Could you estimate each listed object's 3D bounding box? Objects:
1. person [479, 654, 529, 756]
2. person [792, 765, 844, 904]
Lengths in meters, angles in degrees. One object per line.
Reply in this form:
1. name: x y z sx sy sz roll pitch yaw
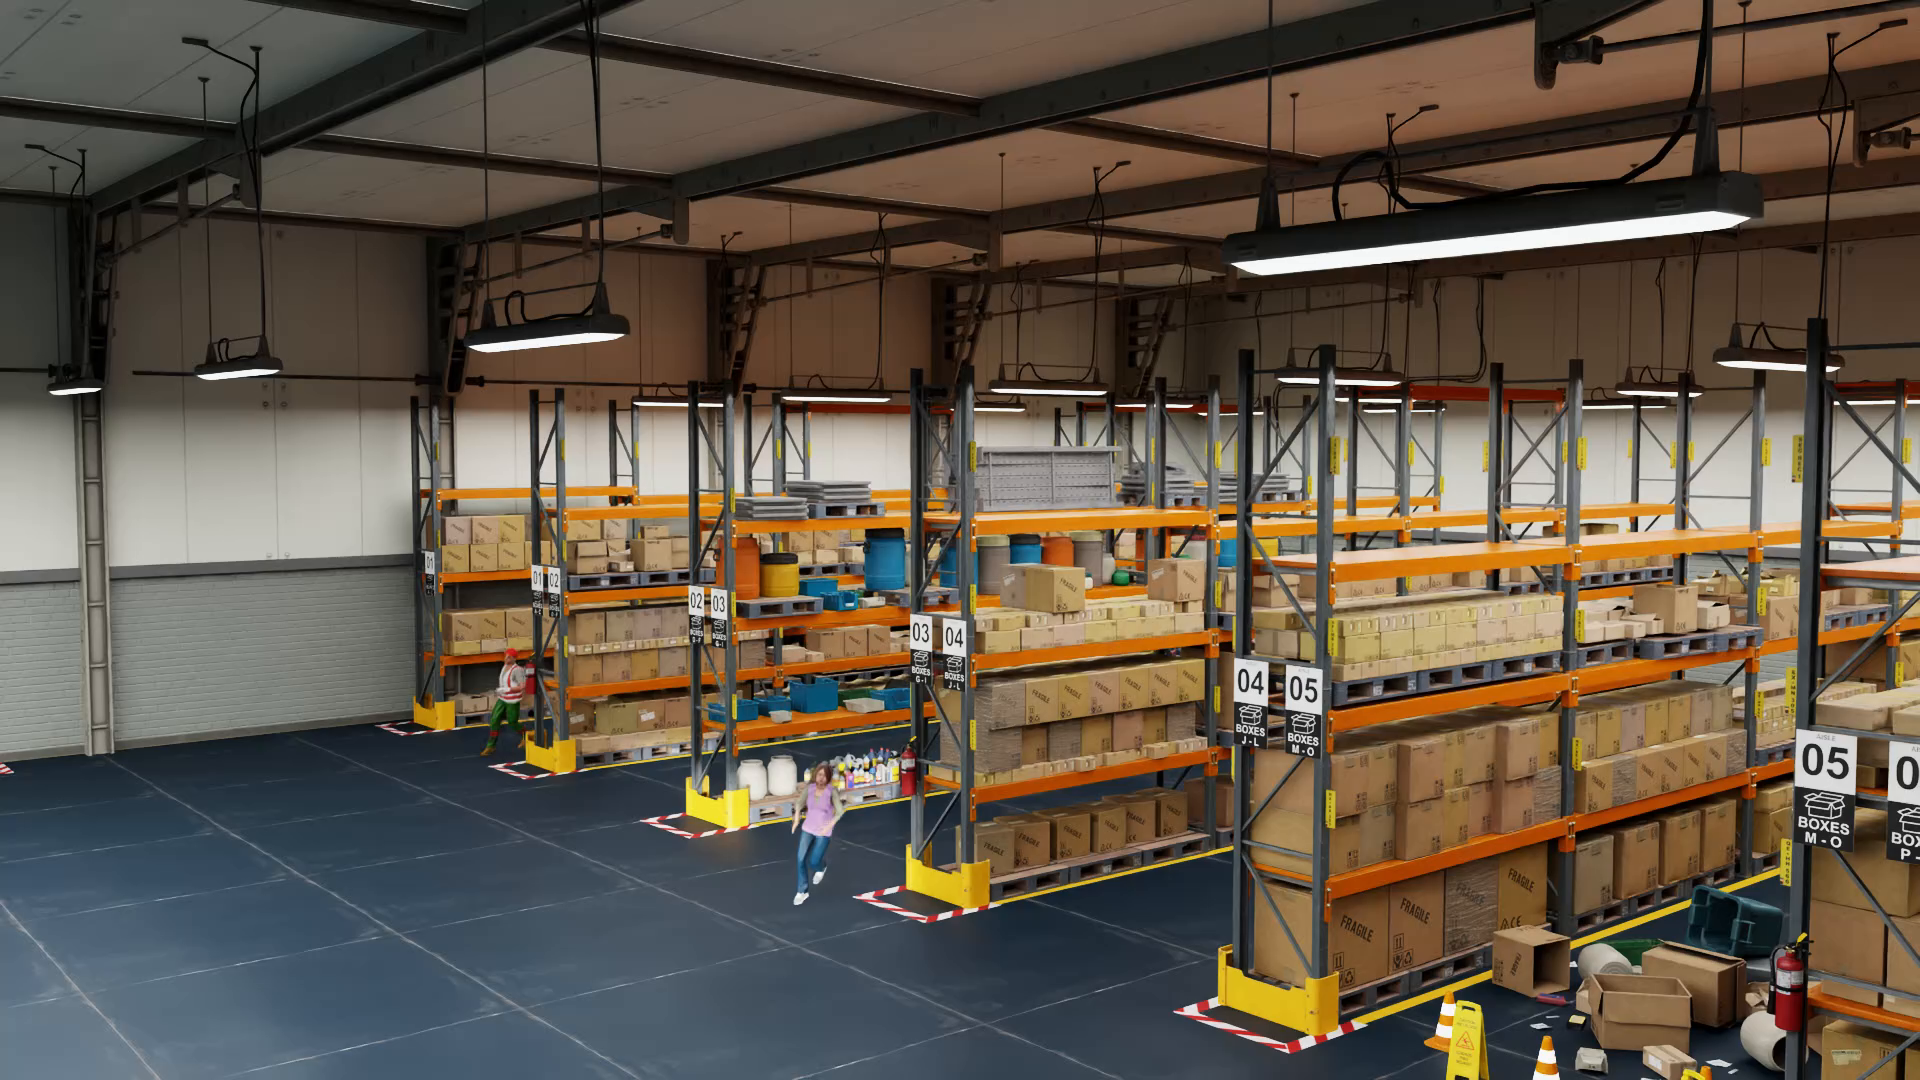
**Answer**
1. person: -7.413 2.680 27.490 0.684 1.726 0.951 3 4 38
2. person: -1.592 3.302 18.797 0.586 1.560 0.610 1 3 16
